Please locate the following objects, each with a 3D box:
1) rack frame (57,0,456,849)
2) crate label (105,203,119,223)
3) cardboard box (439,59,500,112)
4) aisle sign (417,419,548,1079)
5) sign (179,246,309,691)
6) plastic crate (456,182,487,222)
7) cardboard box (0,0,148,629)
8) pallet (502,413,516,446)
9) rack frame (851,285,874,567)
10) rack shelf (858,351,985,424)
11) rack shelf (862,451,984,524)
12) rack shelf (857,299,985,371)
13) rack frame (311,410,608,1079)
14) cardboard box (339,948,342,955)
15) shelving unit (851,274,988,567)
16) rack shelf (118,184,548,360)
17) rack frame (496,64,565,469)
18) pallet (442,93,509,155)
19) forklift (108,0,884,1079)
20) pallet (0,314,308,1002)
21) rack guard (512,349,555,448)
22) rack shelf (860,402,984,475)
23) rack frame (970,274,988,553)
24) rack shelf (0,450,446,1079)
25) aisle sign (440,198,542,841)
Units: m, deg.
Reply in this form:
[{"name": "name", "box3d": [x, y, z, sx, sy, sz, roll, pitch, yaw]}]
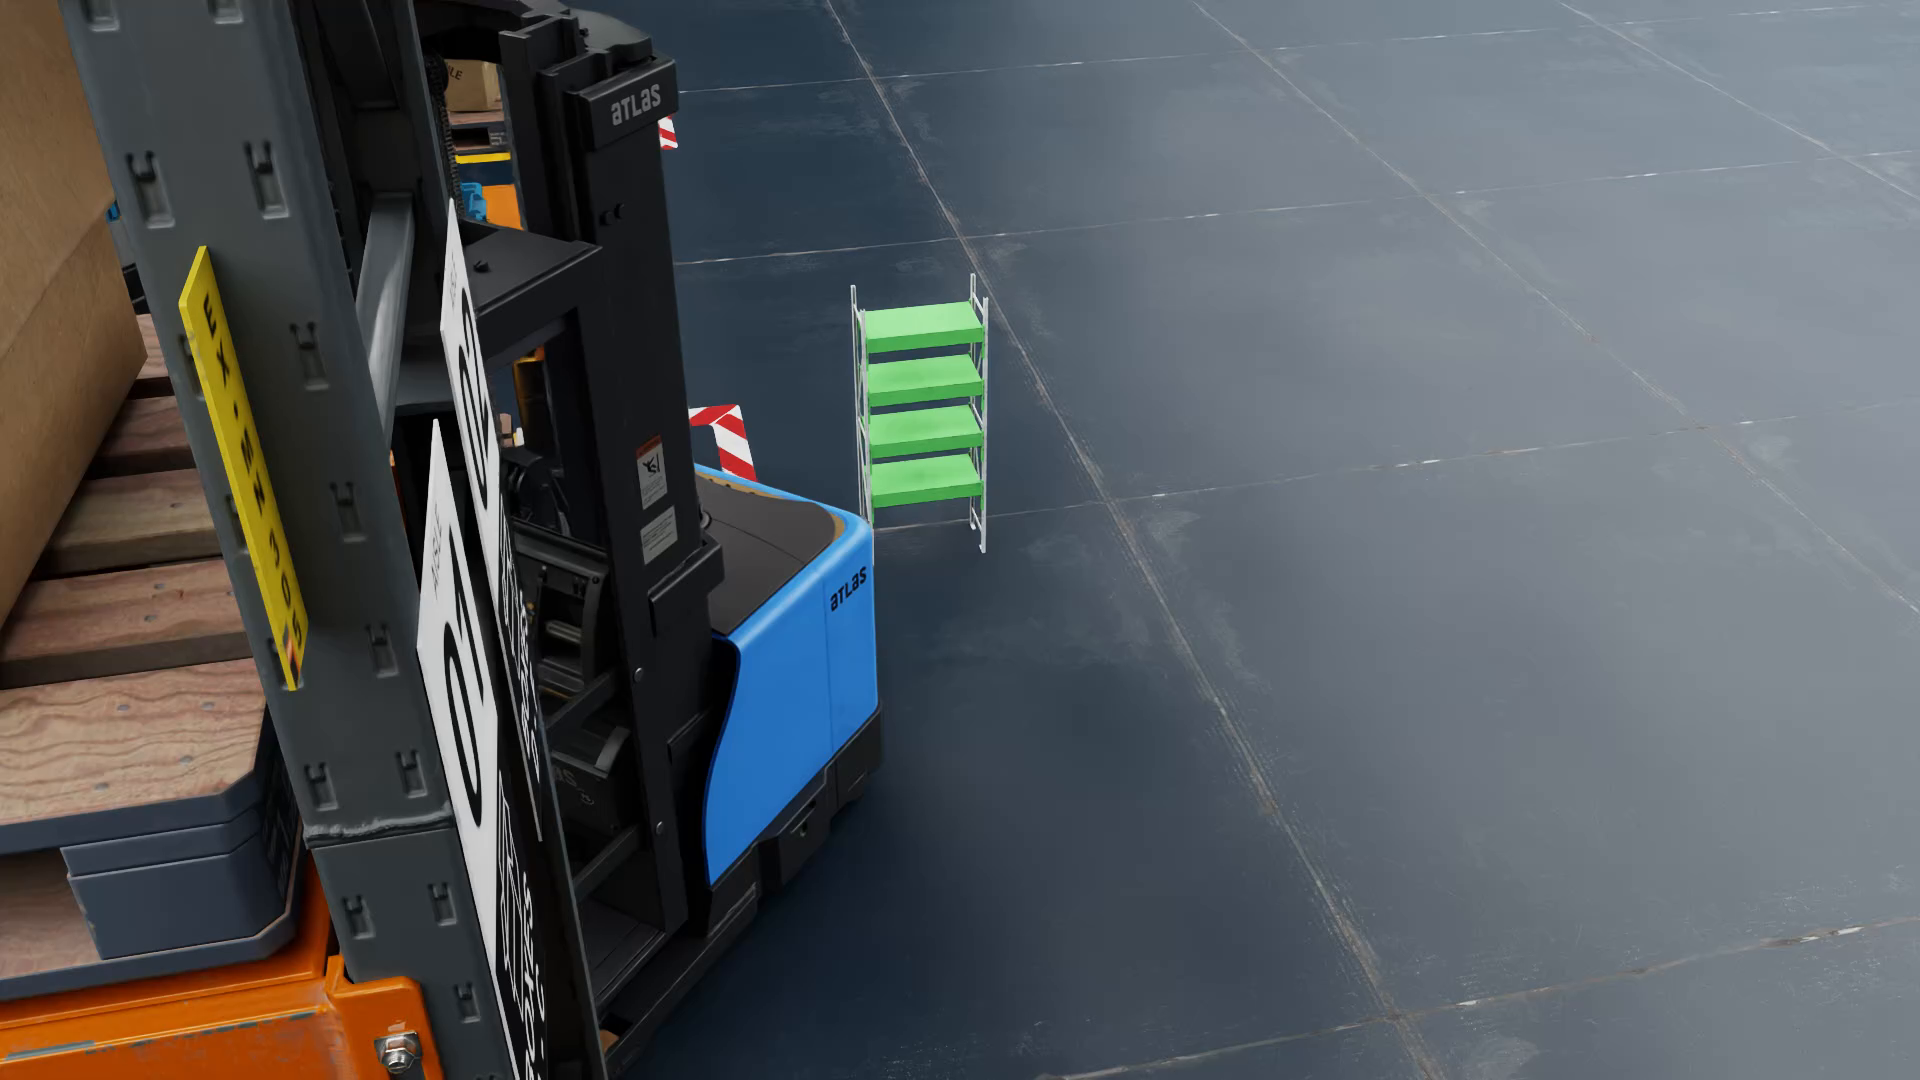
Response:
[{"name": "rack frame", "box3d": [-0.622, -1.253, 1.042, 0.127, 3.000, 1.000, -7, 35, -11]}, {"name": "crate label", "box3d": [-3.447, -1.096, 6.160, 0.616, 0.435, 0.502, -7, 35, -11]}, {"name": "cardboard box", "box3d": [-3.417, -3.215, 11.216, 0.500, 0.500, 0.500, -1, 34, -2]}, {"name": "aisle sign", "box3d": [-0.494, 0.310, 1.763, 0.004, 0.787, 0.394, -7, 35, -11]}, {"name": "sign", "box3d": [-0.516, -0.046, 1.211, 0.005, 0.325, 0.100, -7, 35, -11]}, {"name": "plastic crate", "box3d": [-2.134, -1.169, 6.433, 0.616, 0.251, 0.499, -7, 35, -11]}, {"name": "cardboard box", "box3d": [-1.184, -0.215, 1.591, 0.637, 0.503, 0.797, -5, 34, -7]}, {"name": "pallet", "box3d": [-2.569, -0.165, 7.306, 1.213, 0.211, 1.003, -7, 35, -11]}, {"name": "rack frame", "box3d": [-0.399, -0.448, 6.841, 0.015, 1.200, 0.240, -7, 35, -11]}, {"name": "rack shelf", "box3d": [-0.161, -0.624, 6.787, 0.480, 0.148, 0.258, -7, 35, -11]}, {"name": "rack shelf", "box3d": [-0.161, -0.226, 7.055, 0.480, 0.148, 0.258, -7, 35, -11]}, {"name": "rack shelf", "box3d": [-0.161, -0.823, 6.653, 0.480, 0.148, 0.258, -7, 35, -11]}, {"name": "rack frame", "box3d": [-0.622, 1.238, 2.713, 0.127, 3.000, 1.000, -7, 35, -11]}, {"name": "cardboard box", "box3d": [-1.132, 0.715, 2.239, 0.500, 0.500, 0.700, -7, 35, -10]}, {"name": "shelving unit", "box3d": [-0.161, -0.478, 6.885, 0.503, 1.200, 0.258, -7, 35, -11]}, {"name": "rack shelf", "box3d": [-3.662, -0.910, 6.560, 4.000, 0.370, 1.077, -7, 35, -11]}, {"name": "rack frame", "box3d": [-1.712, -1.455, 6.726, 0.127, 3.000, 1.000, -7, 35, -11]}, {"name": "pallet", "box3d": [-3.679, -2.899, 11.380, 1.213, 0.211, 1.003, -7, 35, -11]}, {"name": "forklift", "box3d": [-1.434, 0.186, 4.343, 1.130, 2.935, 3.031, 17, 38, 24]}, {"name": "pallet", "box3d": [-1.318, 0.102, 1.793, 1.213, 0.211, 1.003, -7, 35, -11]}, {"name": "rack guard", "box3d": [-1.775, -0.382, 7.370, 0.348, 0.500, 1.175, -7, 35, -11]}, {"name": "rack shelf", "box3d": [-0.161, -0.425, 6.921, 0.480, 0.148, 0.258, -7, 35, -11]}, {"name": "rack frame", "box3d": [0.077, -0.508, 6.930, 0.015, 1.200, 0.240, -7, 35, -11]}, {"name": "rack shelf", "box3d": [-2.573, 0.537, 1.711, 4.000, 0.370, 1.077, -7, 35, -11]}, {"name": "aisle sign", "box3d": [-0.626, -0.016, 2.249, 0.004, 0.787, 0.394, -7, 35, -11]}]
